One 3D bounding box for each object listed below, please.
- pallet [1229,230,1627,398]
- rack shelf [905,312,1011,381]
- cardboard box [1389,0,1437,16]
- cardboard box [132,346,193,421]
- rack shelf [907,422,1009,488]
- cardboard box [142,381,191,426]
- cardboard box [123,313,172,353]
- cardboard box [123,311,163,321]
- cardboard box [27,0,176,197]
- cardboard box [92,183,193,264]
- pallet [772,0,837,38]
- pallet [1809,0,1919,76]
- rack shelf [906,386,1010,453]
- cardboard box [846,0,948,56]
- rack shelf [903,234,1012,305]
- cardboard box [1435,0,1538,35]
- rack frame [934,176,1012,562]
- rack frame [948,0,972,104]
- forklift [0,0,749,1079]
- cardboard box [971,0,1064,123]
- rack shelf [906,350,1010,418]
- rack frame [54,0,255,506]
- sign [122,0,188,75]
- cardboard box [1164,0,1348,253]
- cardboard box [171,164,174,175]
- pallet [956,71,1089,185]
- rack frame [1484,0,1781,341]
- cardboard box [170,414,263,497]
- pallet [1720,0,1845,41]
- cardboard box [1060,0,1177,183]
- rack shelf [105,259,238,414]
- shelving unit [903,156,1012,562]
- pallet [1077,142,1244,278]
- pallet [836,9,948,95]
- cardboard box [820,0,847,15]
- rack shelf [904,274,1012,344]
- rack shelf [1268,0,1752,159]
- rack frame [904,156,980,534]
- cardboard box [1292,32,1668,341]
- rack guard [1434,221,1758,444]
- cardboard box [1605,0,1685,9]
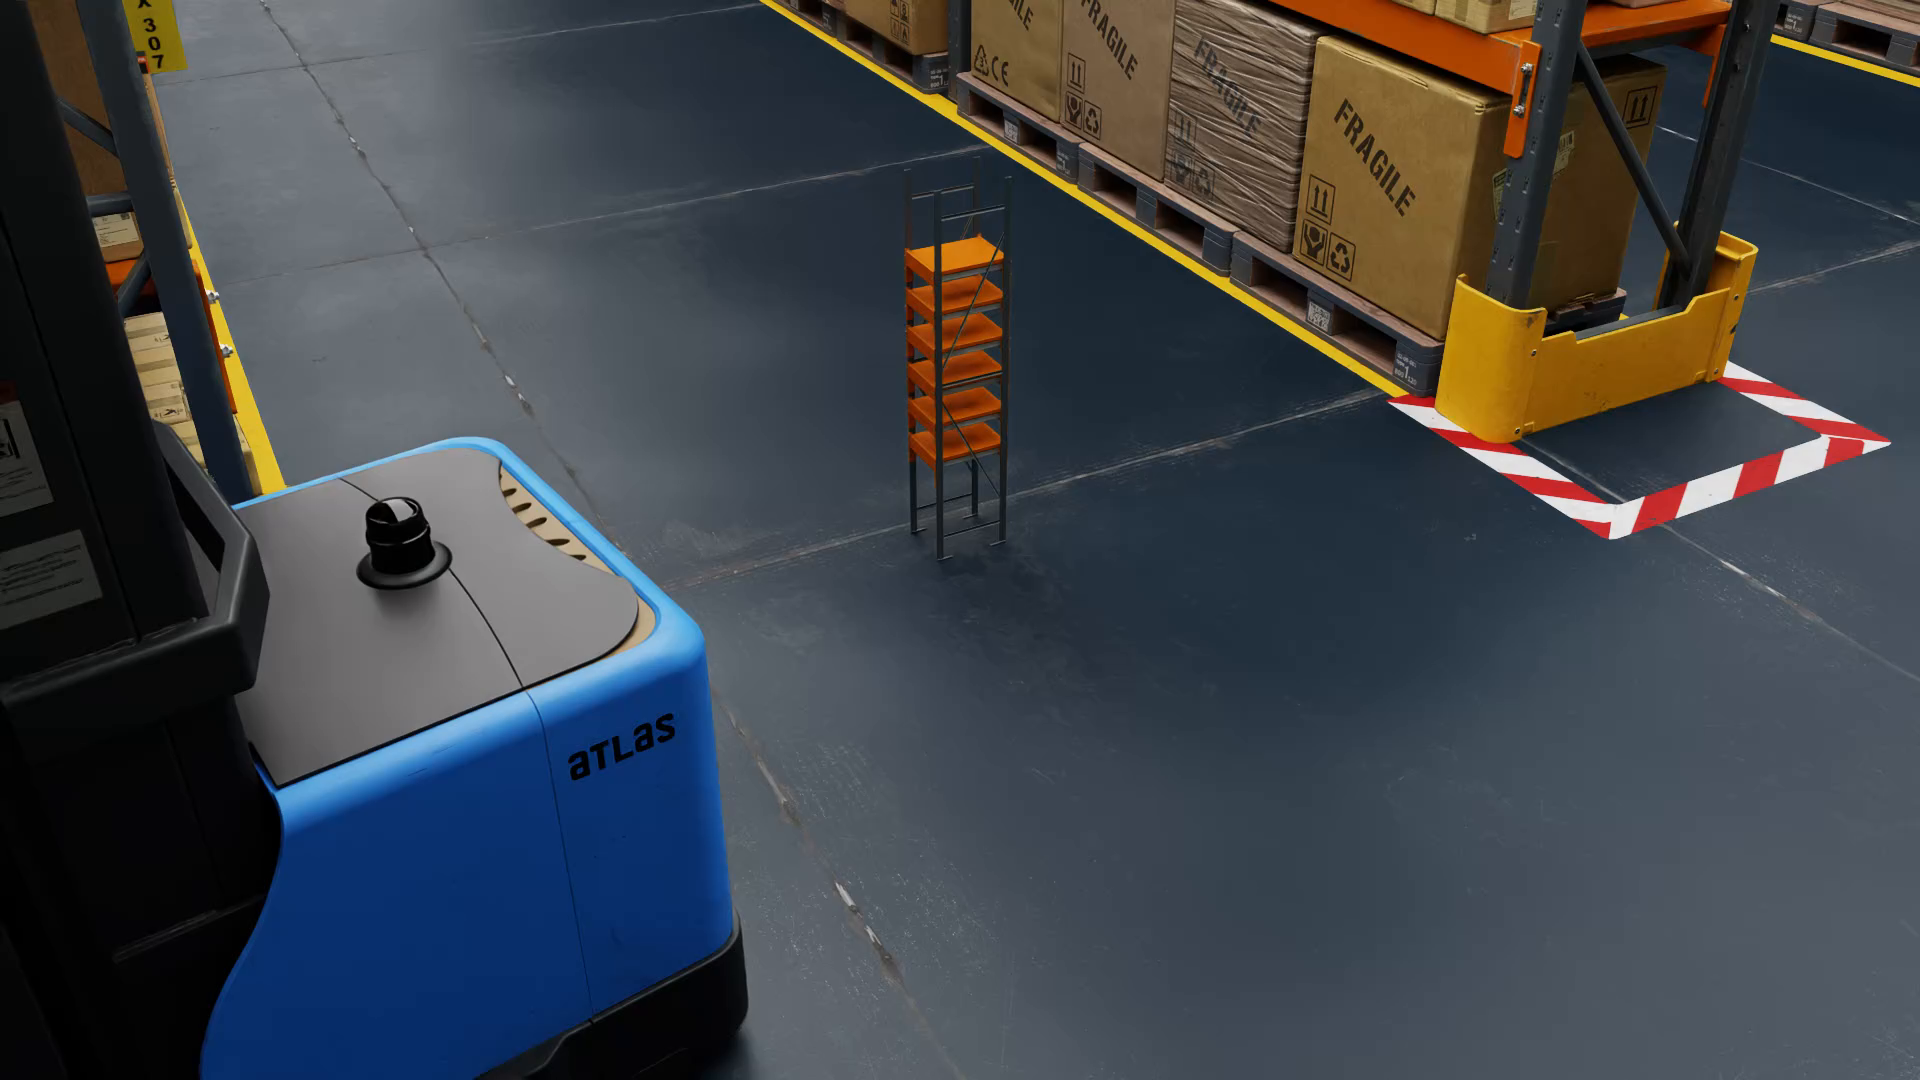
[{"bbox_3d":[1.830,-1.011,6.633,1.003,0.211,1.213,-16,36,-23],"label":"pallet"},{"bbox_3d":[-0.007,-0.576,4.896,0.258,0.103,0.180,-16,36,-23],"label":"rack shelf"},{"bbox_3d":[1.692,-1.929,5.713,0.380,0.149,0.250,-15,36,-23],"label":"cardboard box"},{"bbox_3d":[-2.346,-0.441,4.859,0.380,0.149,0.250,-16,36,-23],"label":"cardboard box"},{"bbox_3d":[-0.007,-0.273,5.091,0.258,0.103,0.180,-16,36,-23],"label":"rack shelf"},{"bbox_3d":[-2.342,-0.288,4.621,0.380,0.149,0.250,-15,36,-22],"label":"cardboard box"},{"bbox_3d":[-2.535,-0.538,5.011,0.380,0.149,0.250,-18,37,-25],"label":"cardboard box"},{"bbox_3d":[-2.656,-0.673,5.222,0.380,0.149,0.250,-14,35,-21],"label":"cardboard box"},{"bbox_3d":[-2.128,-1.075,3.780,0.500,0.500,0.500,-14,35,-21],"label":"cardboard box"},{"bbox_3d":[-2.024,-0.756,3.882,0.380,0.149,0.250,-16,36,-23],"label":"cardboard box"},{"bbox_3d":[-0.593,-3.491,10.503,1.003,0.211,1.213,-16,36,-23],"label":"pallet"},{"bbox_3d":[5.738,-2.880,9.550,1.003,0.211,1.213,-16,36,-23],"label":"pallet"},{"bbox_3d":[-0.007,-0.374,5.026,0.258,0.103,0.180,-16,36,-23],"label":"rack shelf"},{"bbox_3d":[0.090,-3.315,9.224,1.225,0.875,0.875,-16,36,-23],"label":"cardboard box"},{"bbox_3d":[-0.007,-0.778,4.767,0.258,0.103,0.180,-16,36,-23],"label":"rack shelf"},{"bbox_3d":[1.814,-1.805,5.520,0.380,0.149,0.250,-15,36,-22],"label":"cardboard box"},{"bbox_3d":[0.036,-0.468,4.869,0.240,1.200,0.006,-16,36,-23],"label":"rack frame"},{"bbox_3d":[0.407,-3.733,8.296,1.000,3.000,0.127,-16,36,-23],"label":"rack frame"},{"bbox_3d":[-1.933,0.108,2.365,3.031,2.935,1.130,-22,39,-31],"label":"forklift"},{"bbox_3d":[0.644,-2.680,8.232,0.875,0.875,0.875,-16,36,-23],"label":"cardboard box"},{"bbox_3d":[-0.007,-0.475,4.961,0.258,0.103,0.180,-16,36,-23],"label":"rack shelf"},{"bbox_3d":[-2.163,-0.624,3.444,1.000,3.000,0.127,-16,36,-23],"label":"rack frame"},{"bbox_3d":[-1.683,-1.125,3.424,0.100,0.325,0.005,-16,36,-23],"label":"sign"},{"bbox_3d":[1.478,-1.825,6.899,0.875,0.875,0.875,-16,36,-23],"label":"cardboard box"},{"bbox_3d":[-2.258,-1.009,4.277,0.380,0.149,0.250,-17,36,-24],"label":"cardboard box"},{"bbox_3d":[0.692,-2.176,8.451,1.003,0.211,1.213,-16,36,-23],"label":"pallet"},{"bbox_3d":[2.272,-1.824,5.316,1.000,3.000,0.127,-16,36,-23],"label":"rack frame"},{"bbox_3d":[-2.107,-0.187,4.463,0.380,0.149,0.250,-18,37,-25],"label":"cardboard box"},{"bbox_3d":[5.165,-3.463,10.460,1.003,0.211,1.213,-16,36,-23],"label":"pallet"},{"bbox_3d":[1.063,-2.250,7.562,0.875,0.875,0.875,-16,36,-23],"label":"cardboard box"},{"bbox_3d":[-3.096,-1.276,5.128,1.077,0.370,4.000,-16,36,-23],"label":"rack shelf"},{"bbox_3d":[-0.007,-0.512,4.937,0.258,1.200,0.189,-16,36,-23],"label":"shelving unit"},{"bbox_3d":[1.265,-1.593,7.541,1.003,0.211,1.213,-16,36,-23],"label":"pallet"},{"bbox_3d":[-0.020,-2.908,9.593,1.003,0.211,1.213,-16,36,-23],"label":"pallet"},{"bbox_3d":[-0.327,-3.741,9.890,1.225,0.875,0.875,-17,36,-25],"label":"cardboard box"},{"bbox_3d":[-0.007,-0.677,4.832,0.258,0.103,0.180,-16,36,-23],"label":"rack shelf"},{"bbox_3d":[1.339,-2.475,7.000,1.077,0.370,4.000,-16,36,-23],"label":"rack shelf"},{"bbox_3d":[-0.049,-0.556,5.005,0.240,1.200,0.006,-16,36,-23],"label":"rack frame"},{"bbox_3d":[1.902,-1.391,6.221,0.875,0.875,0.875,-16,36,-23],"label":"cardboard box"},{"bbox_3d":[2.283,-0.760,5.972,1.175,0.500,0.348,-16,36,-23],"label":"rack guard"},{"bbox_3d":[2.398,-1.970,5.778,0.380,0.149,0.250,-15,36,-23],"label":"cardboard box"}]
